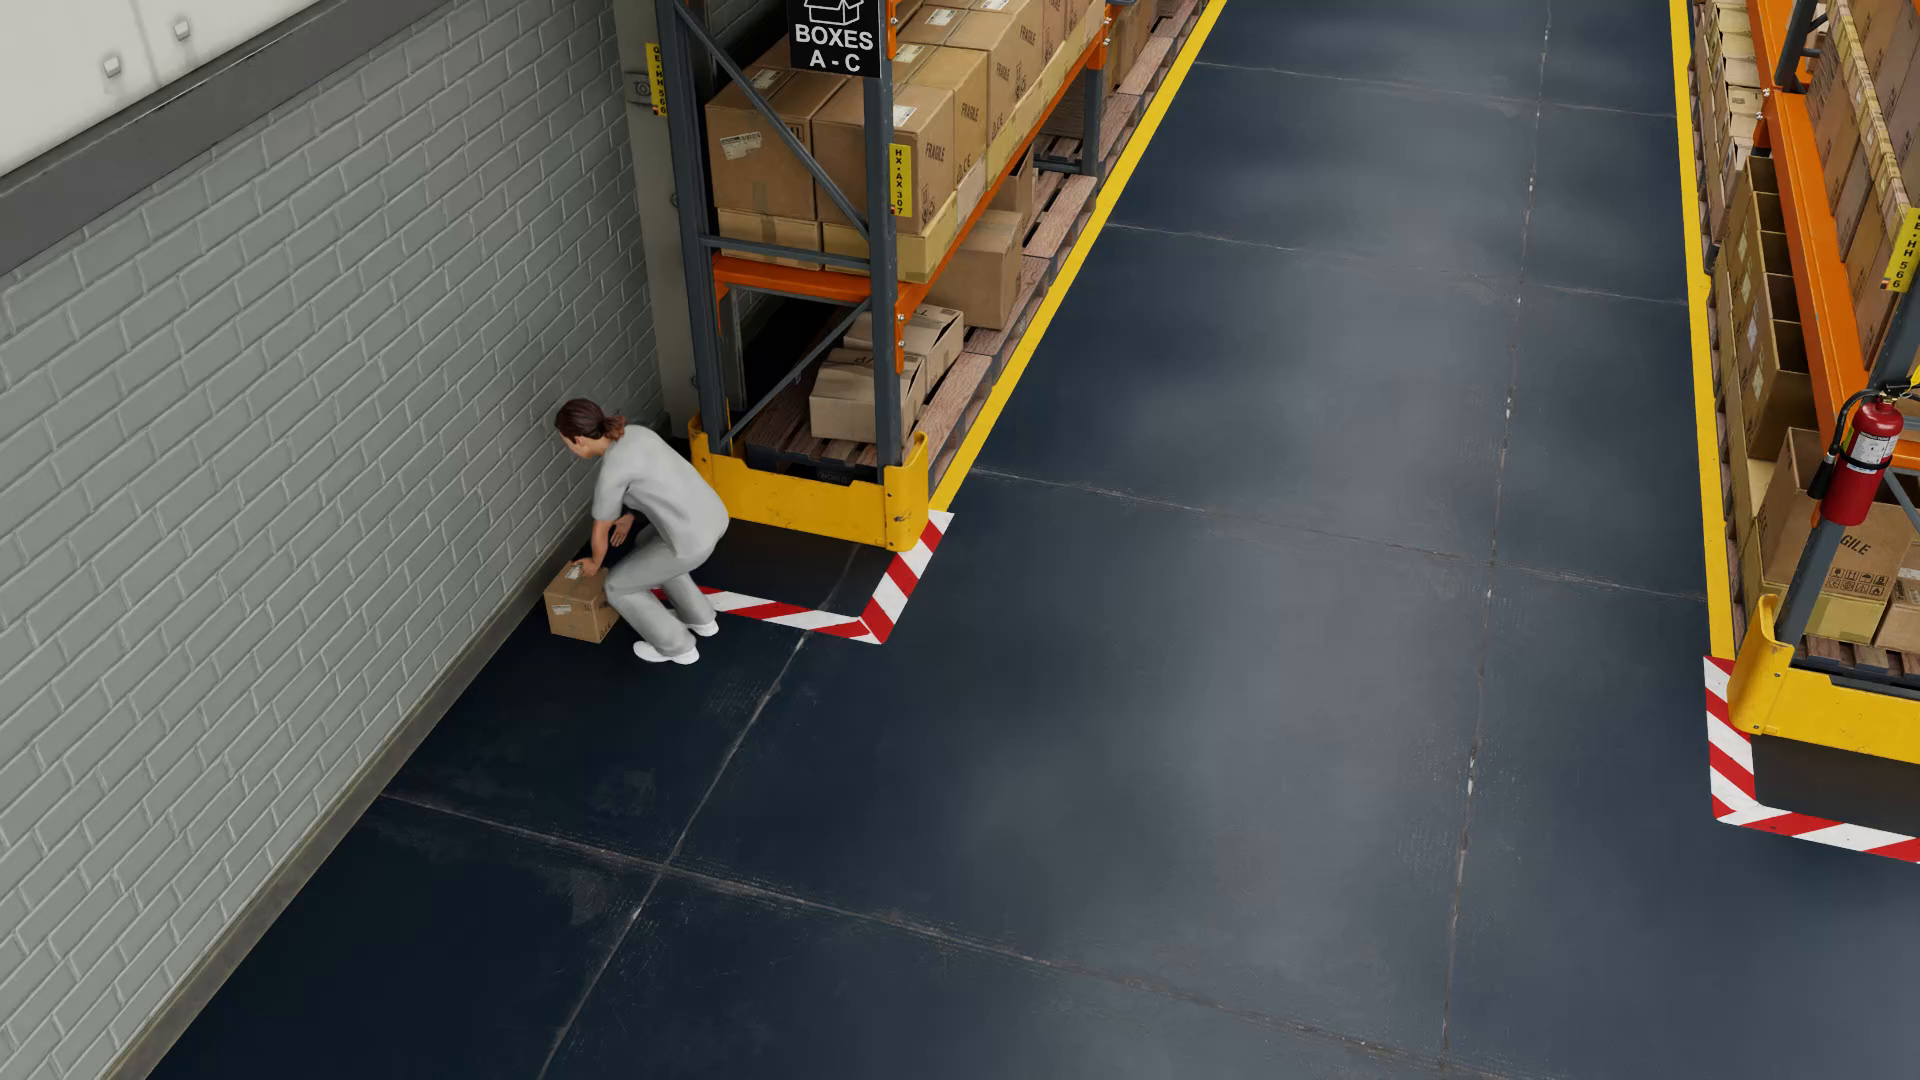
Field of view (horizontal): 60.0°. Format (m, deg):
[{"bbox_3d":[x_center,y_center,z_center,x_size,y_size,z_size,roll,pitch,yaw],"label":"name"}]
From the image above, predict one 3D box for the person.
[{"bbox_3d":[-1.369,-0.030,7.266,0.697,1.275,0.492,11,38,14],"label":"person"}]
